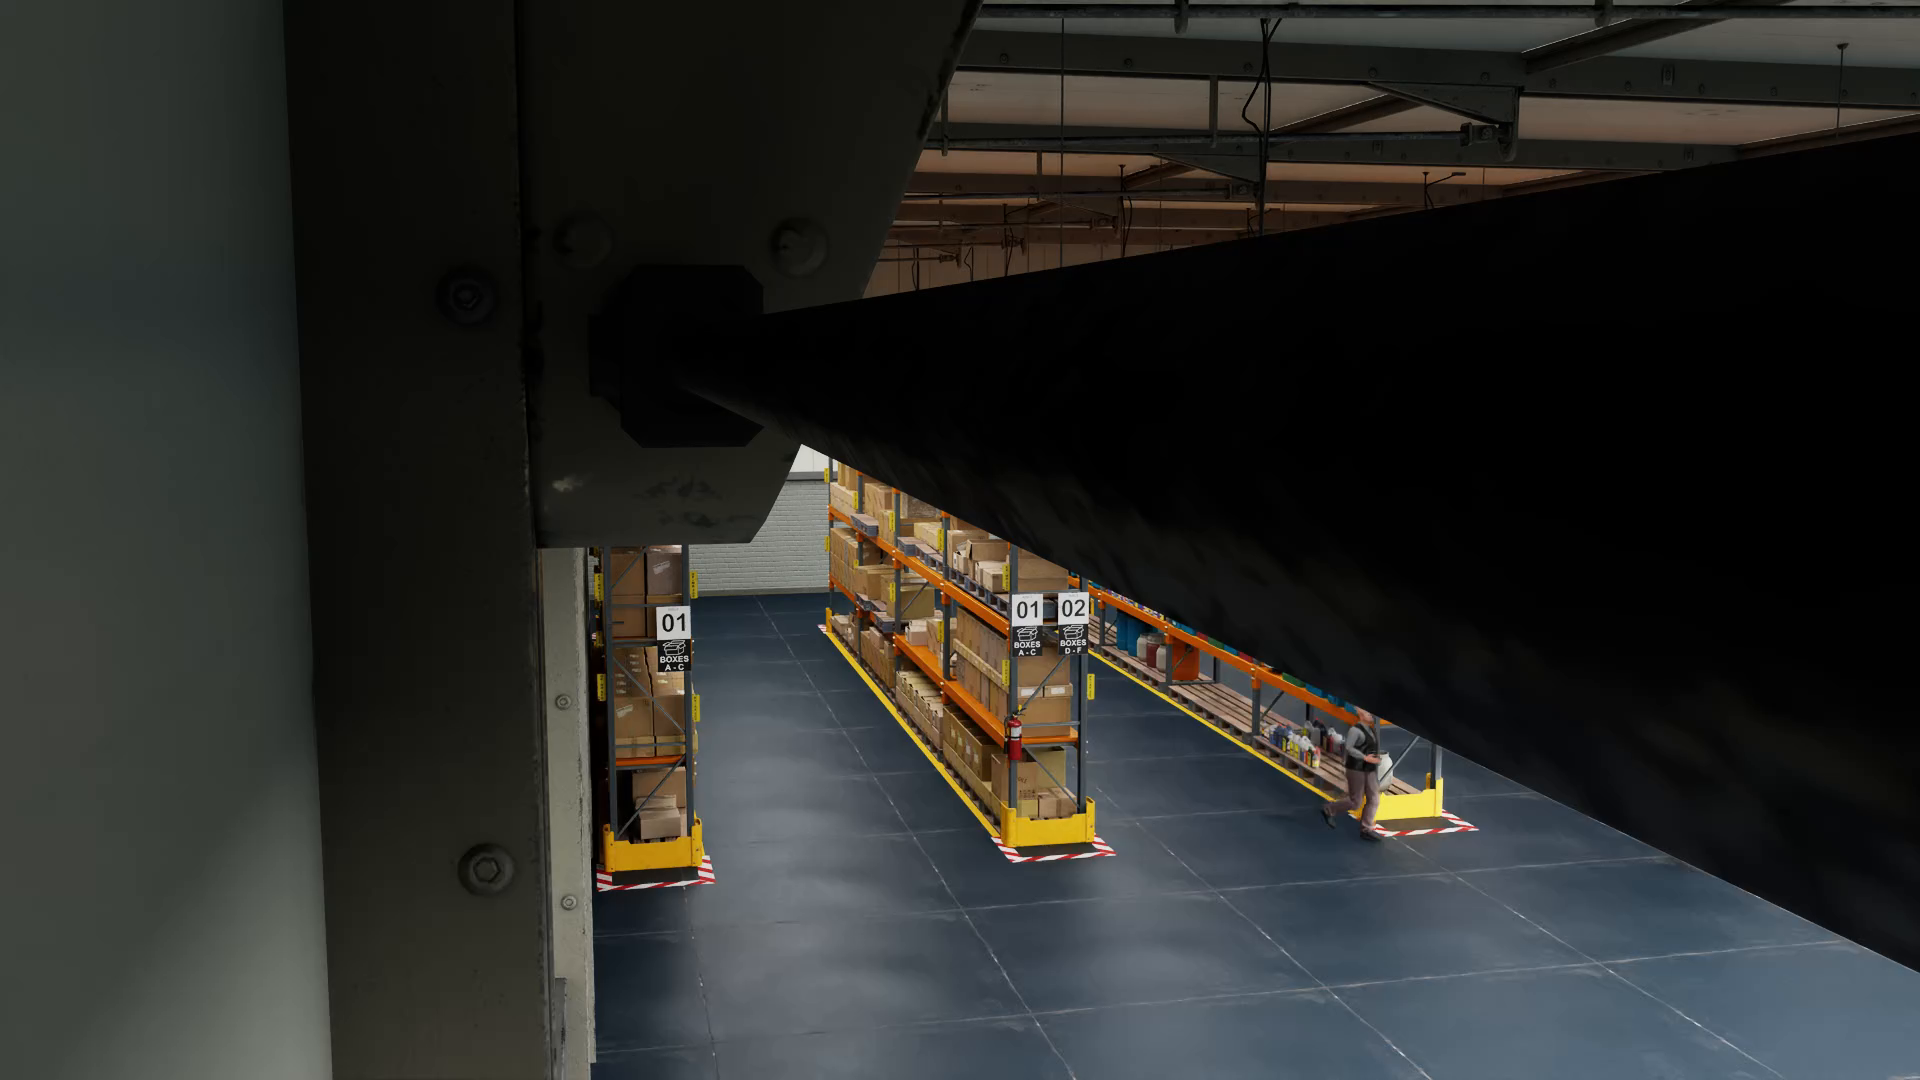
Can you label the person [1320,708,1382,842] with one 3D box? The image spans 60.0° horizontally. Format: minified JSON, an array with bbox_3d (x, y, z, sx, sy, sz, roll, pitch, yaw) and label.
[{"bbox_3d":[5.106,2.967,21.373,0.809,1.717,0.674,6,9,39],"label":"person"}]
